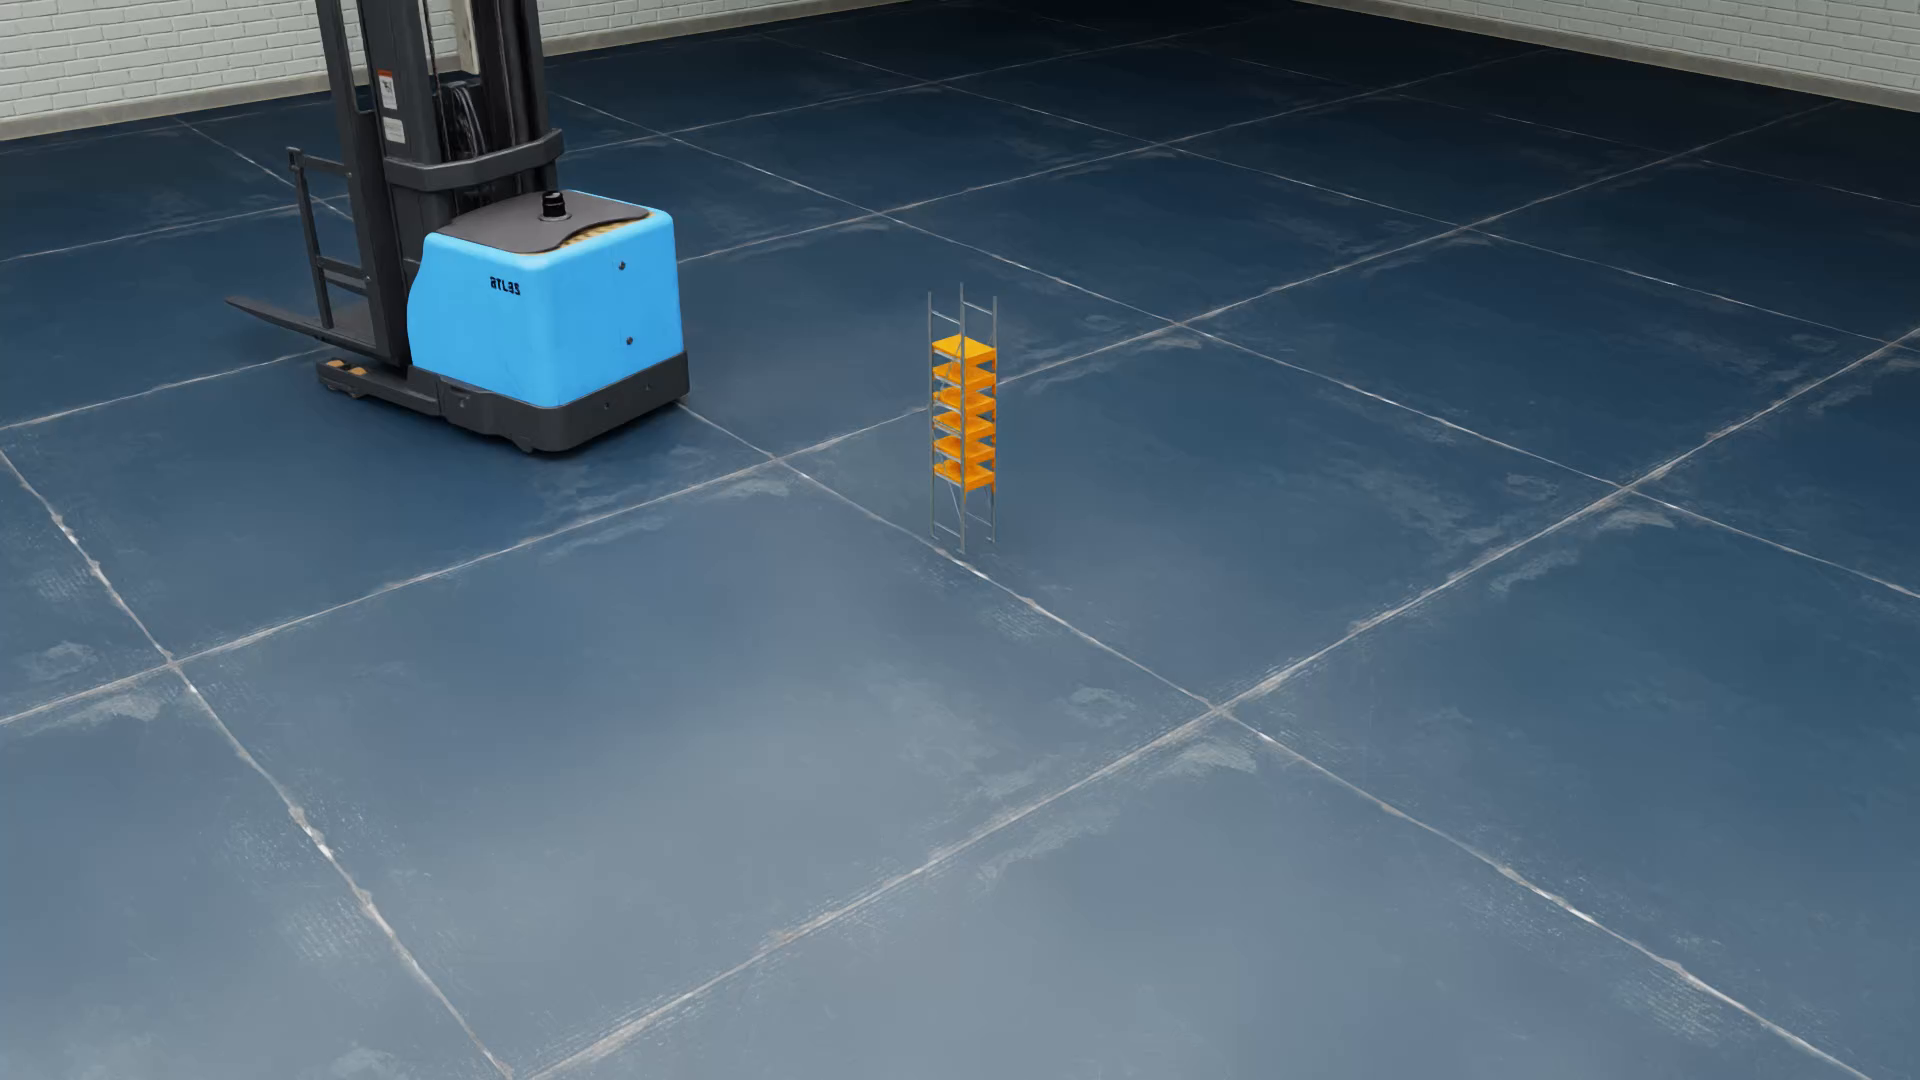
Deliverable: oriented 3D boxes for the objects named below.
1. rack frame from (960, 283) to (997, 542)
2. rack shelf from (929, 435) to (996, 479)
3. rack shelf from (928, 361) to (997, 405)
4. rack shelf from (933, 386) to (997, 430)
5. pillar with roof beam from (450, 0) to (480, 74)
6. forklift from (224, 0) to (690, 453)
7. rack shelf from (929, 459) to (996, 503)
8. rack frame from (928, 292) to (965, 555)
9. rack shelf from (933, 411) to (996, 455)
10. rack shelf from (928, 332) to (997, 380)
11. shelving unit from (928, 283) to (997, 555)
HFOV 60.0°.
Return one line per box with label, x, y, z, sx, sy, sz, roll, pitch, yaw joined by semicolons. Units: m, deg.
rack frame;0.081;-0.562;7.528;0.006;1.200;0.240;-22;35;-35
rack shelf;0.011;-0.389;7.553;0.180;0.103;0.258;-22;35;-35
rack shelf;0.011;-0.706;7.383;0.180;0.103;0.258;-22;35;-35
rack shelf;0.011;-0.600;7.440;0.180;0.103;0.258;-22;35;-35
pillar with roof beam;-1.912;-7.096;11.481;0.400;9.000;9.100;-22;35;-35
forklift;-2.986;-2.266;8.881;3.031;2.935;1.130;18;33;30
rack shelf;0.011;-0.283;7.610;0.180;0.103;0.258;-22;35;-35
rack frame;-0.059;-0.506;7.423;0.006;1.200;0.240;-22;35;-35
rack shelf;0.011;-0.494;7.496;0.180;0.103;0.258;-22;35;-35
rack shelf;0.011;-0.812;7.327;0.180;0.103;0.258;-22;35;-35
shelving unit;0.011;-0.534;7.475;0.189;1.200;0.258;-22;35;-35
